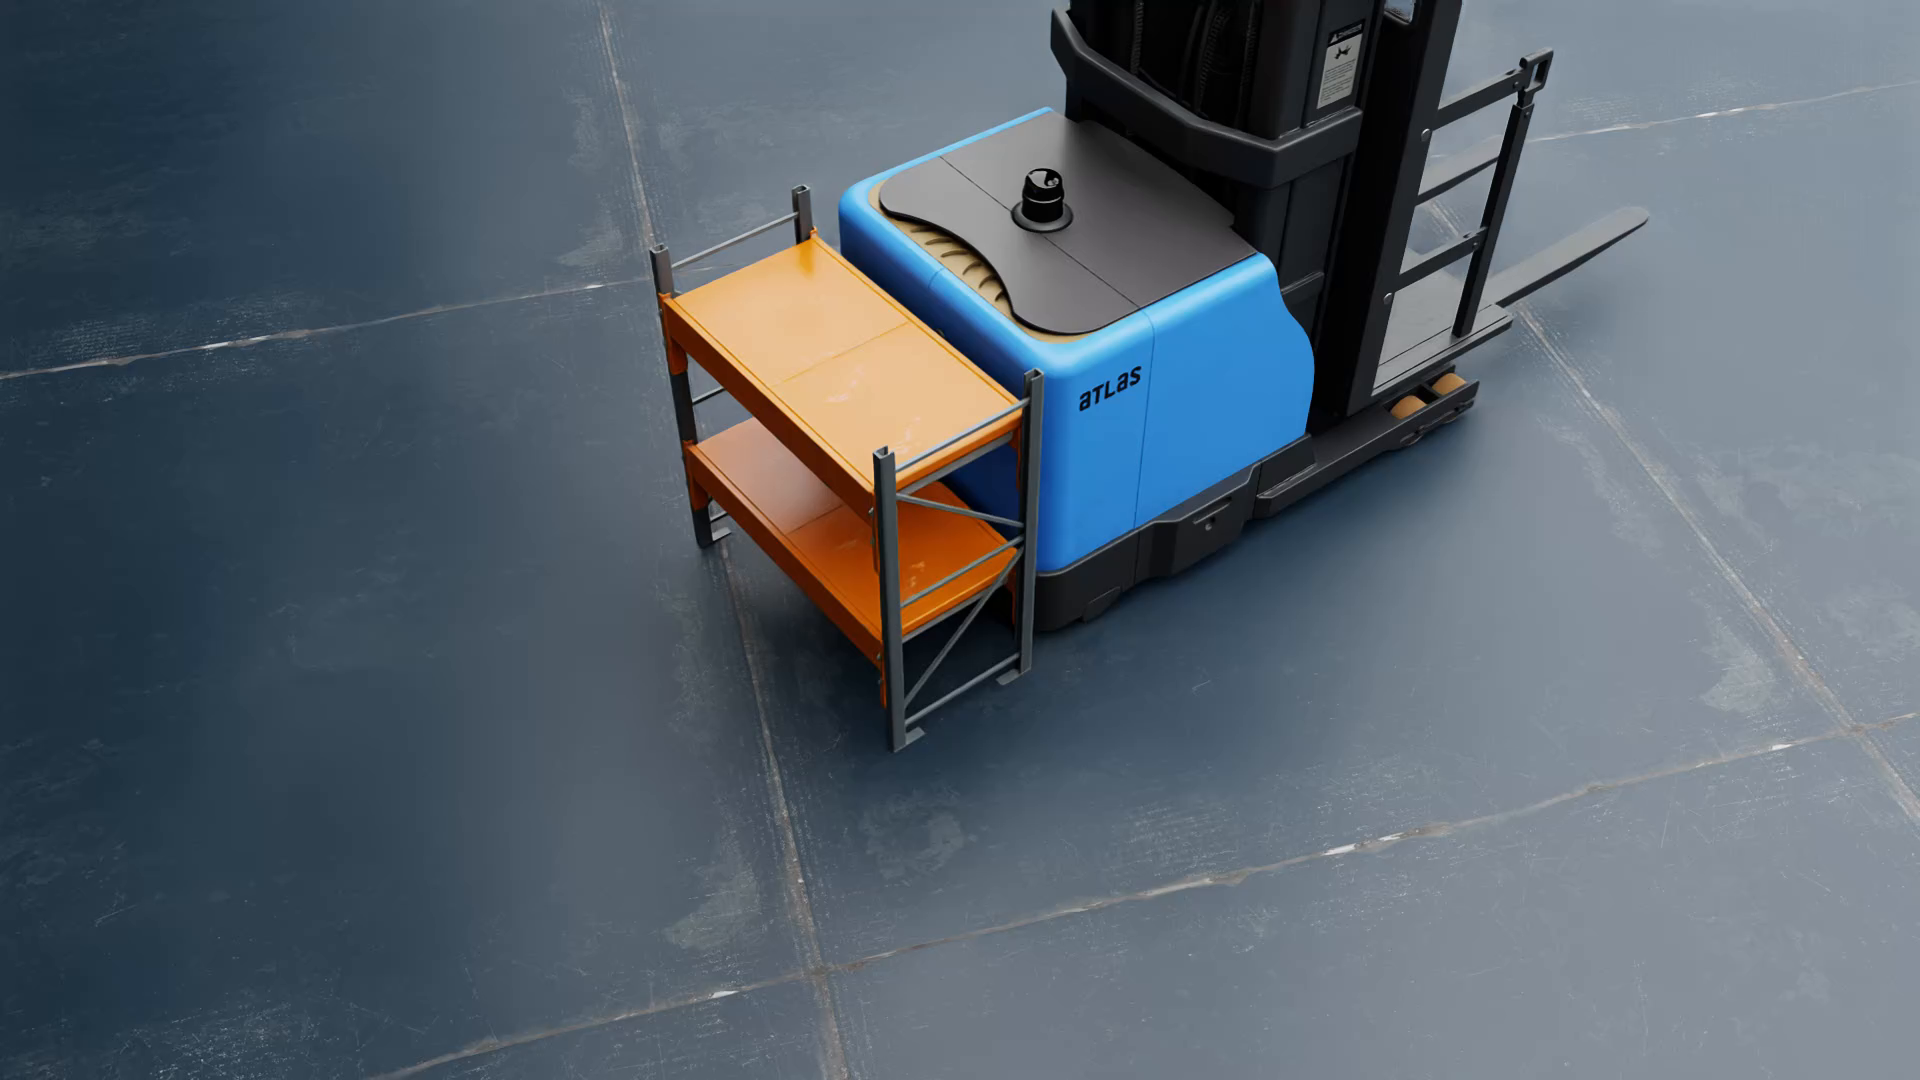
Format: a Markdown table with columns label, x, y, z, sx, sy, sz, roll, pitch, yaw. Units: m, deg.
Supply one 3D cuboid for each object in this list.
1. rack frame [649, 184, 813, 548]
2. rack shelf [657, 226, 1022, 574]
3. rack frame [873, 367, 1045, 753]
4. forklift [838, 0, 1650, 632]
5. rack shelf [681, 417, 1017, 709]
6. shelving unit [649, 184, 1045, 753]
| label | x | y | z | sx | sy | sz | roll | pitch | yaw |
| --- | --- | --- | --- | --- | --- | --- | --- | --- | --- |
| rack frame | -0.624 | -0.485 | 4.938 | 0.500 | 1.125 | 0.032 | -29 | 52 | -26 |
| rack shelf | -0.311 | -0.404 | 4.449 | 0.538 | 0.278 | 1.000 | -29 | 52 | -26 |
| rack frame | 0.002 | 0.087 | 4.377 | 0.500 | 1.125 | 0.032 | -29 | 52 | -26 |
| forklift | 1.124 | -1.618 | 4.784 | 3.031 | 2.935 | 1.130 | -28 | 52 | -25 |
| rack shelf | -0.311 | -0.028 | 4.832 | 0.538 | 0.278 | 1.000 | -29 | 52 | -26 |
| shelving unit | -0.311 | -0.199 | 4.658 | 0.538 | 1.125 | 1.048 | -29 | 52 | -26 |
